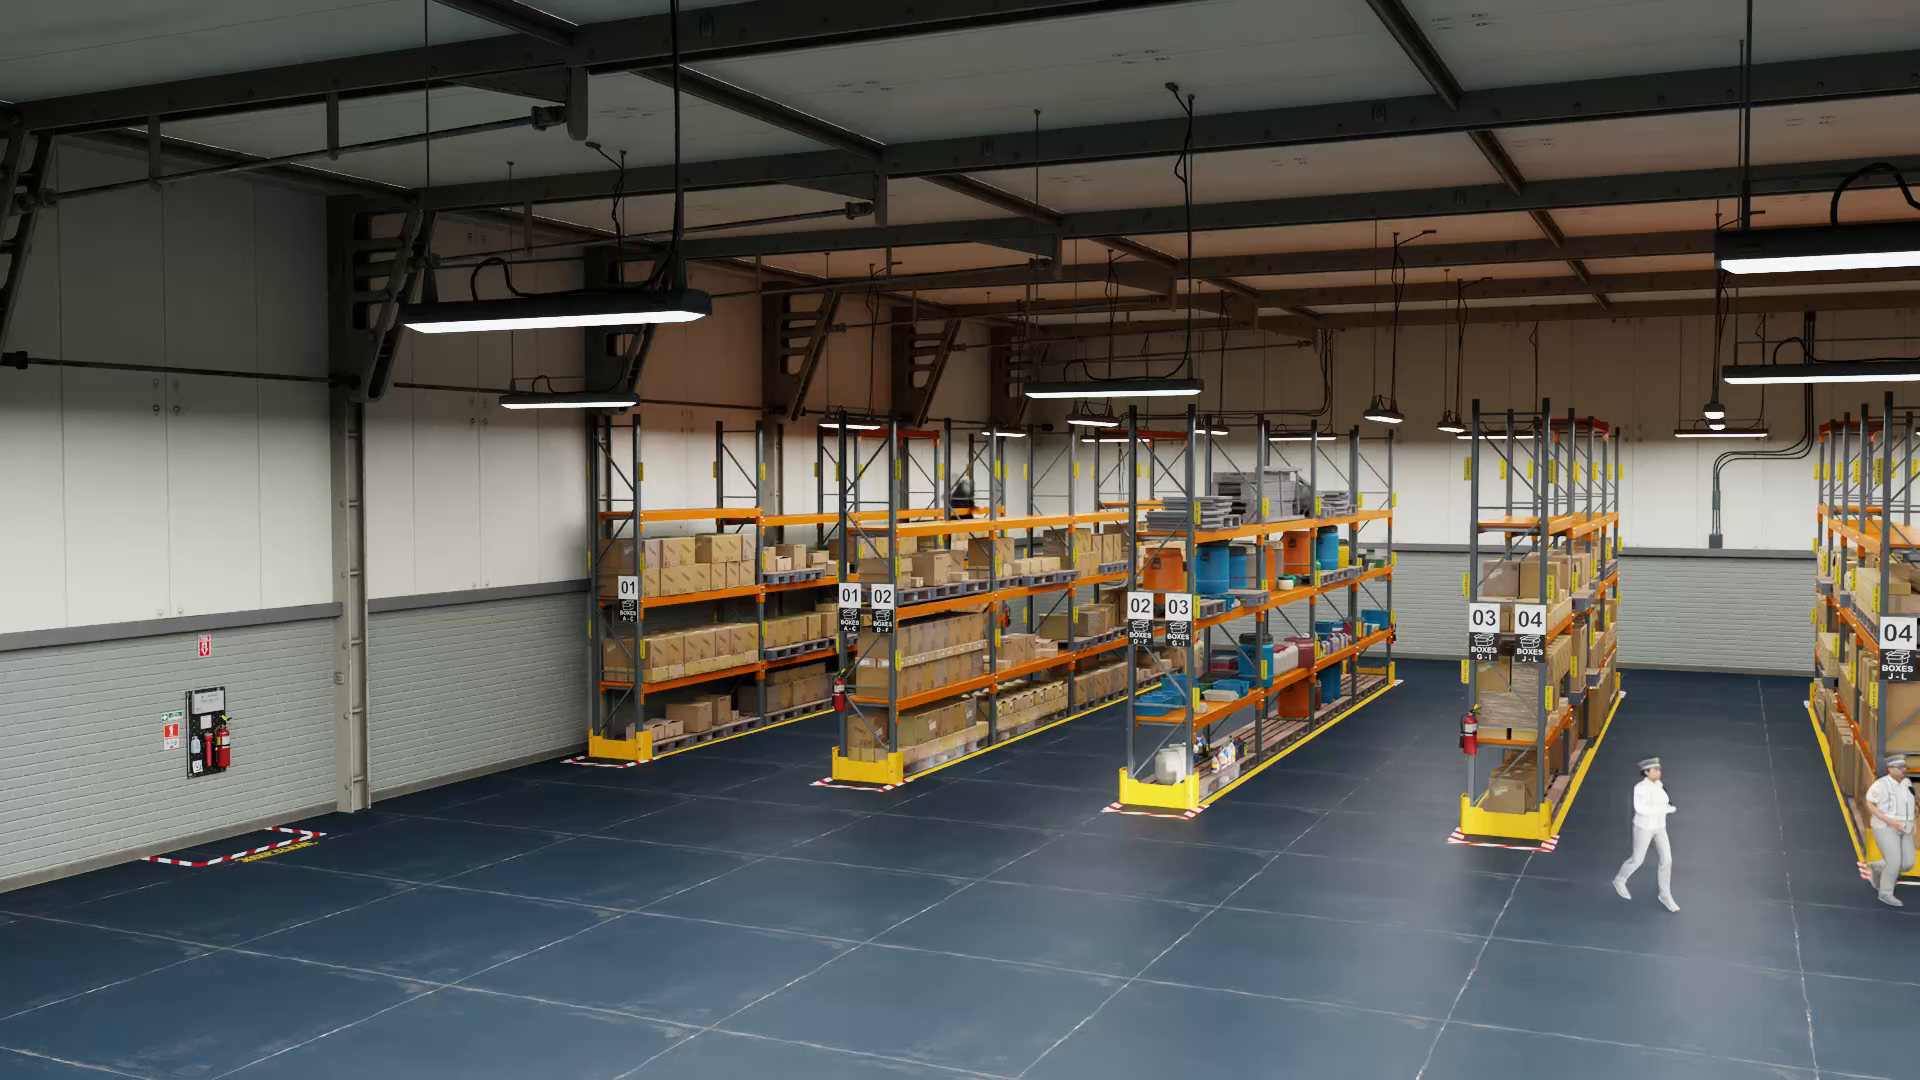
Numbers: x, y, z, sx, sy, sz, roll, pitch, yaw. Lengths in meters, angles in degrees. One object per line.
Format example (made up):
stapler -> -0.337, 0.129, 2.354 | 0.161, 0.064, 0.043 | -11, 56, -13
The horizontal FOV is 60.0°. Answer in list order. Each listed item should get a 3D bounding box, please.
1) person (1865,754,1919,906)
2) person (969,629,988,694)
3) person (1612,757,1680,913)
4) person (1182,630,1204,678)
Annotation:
person -> 10.864, 3.349, 19.390 | 0.709, 1.749, 0.623 | -1, 2, -18
person -> 0.310, 2.558, 37.026 | 0.670, 1.710, 0.722 | 1, 2, 18
person -> 7.909, 3.355, 19.162 | 0.612, 1.747, 0.805 | -1, 3, -29
person -> 4.973, 2.710, 35.394 | 0.548, 1.671, 0.670 | 1, 2, 12
